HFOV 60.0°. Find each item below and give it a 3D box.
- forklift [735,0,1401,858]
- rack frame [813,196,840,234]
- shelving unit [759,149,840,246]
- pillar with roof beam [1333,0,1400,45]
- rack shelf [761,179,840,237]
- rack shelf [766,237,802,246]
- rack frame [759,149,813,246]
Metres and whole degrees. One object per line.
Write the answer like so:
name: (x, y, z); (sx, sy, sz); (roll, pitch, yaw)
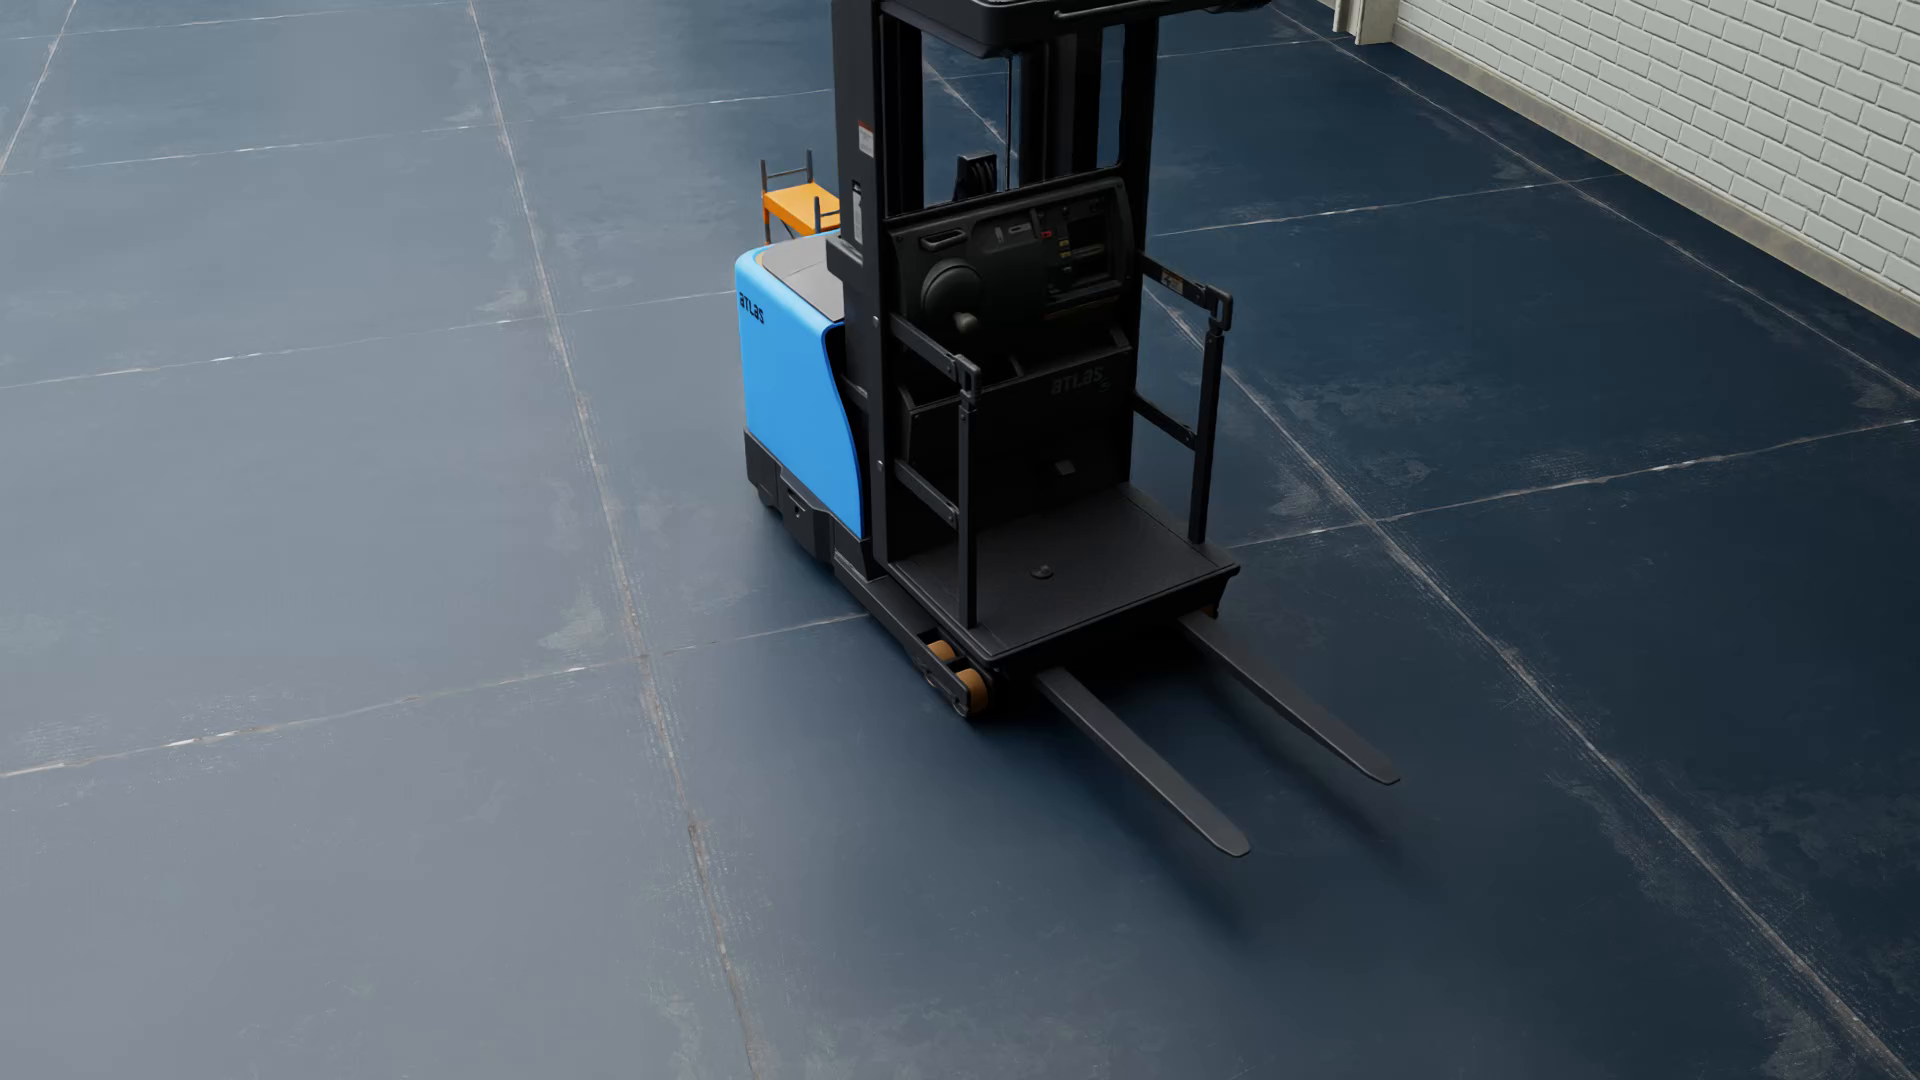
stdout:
forklift: (0.305, -0.902, 5.456); (1.130, 2.935, 3.031); (-19, 38, -26)
rack frame: (-0.481, -0.903, 7.029); (0.240, 1.200, 0.015); (-19, 38, -26)
shelving unit: (-0.610, -1.018, 7.202); (0.258, 1.200, 0.503); (-19, 38, -26)
pillar with roof beam: (-1.073, -6.816, 8.902); (9.100, 9.000, 0.400); (-10, 35, -15)
rack shelf: (-0.610, -1.346, 6.985); (0.258, 0.148, 0.480); (-19, 38, -26)
rack shelf: (-0.610, -1.148, 7.116); (0.258, 0.148, 0.480); (-19, 38, -26)
rack frame: (-0.739, -1.132, 7.375); (0.240, 1.200, 0.015); (-19, 38, -26)
